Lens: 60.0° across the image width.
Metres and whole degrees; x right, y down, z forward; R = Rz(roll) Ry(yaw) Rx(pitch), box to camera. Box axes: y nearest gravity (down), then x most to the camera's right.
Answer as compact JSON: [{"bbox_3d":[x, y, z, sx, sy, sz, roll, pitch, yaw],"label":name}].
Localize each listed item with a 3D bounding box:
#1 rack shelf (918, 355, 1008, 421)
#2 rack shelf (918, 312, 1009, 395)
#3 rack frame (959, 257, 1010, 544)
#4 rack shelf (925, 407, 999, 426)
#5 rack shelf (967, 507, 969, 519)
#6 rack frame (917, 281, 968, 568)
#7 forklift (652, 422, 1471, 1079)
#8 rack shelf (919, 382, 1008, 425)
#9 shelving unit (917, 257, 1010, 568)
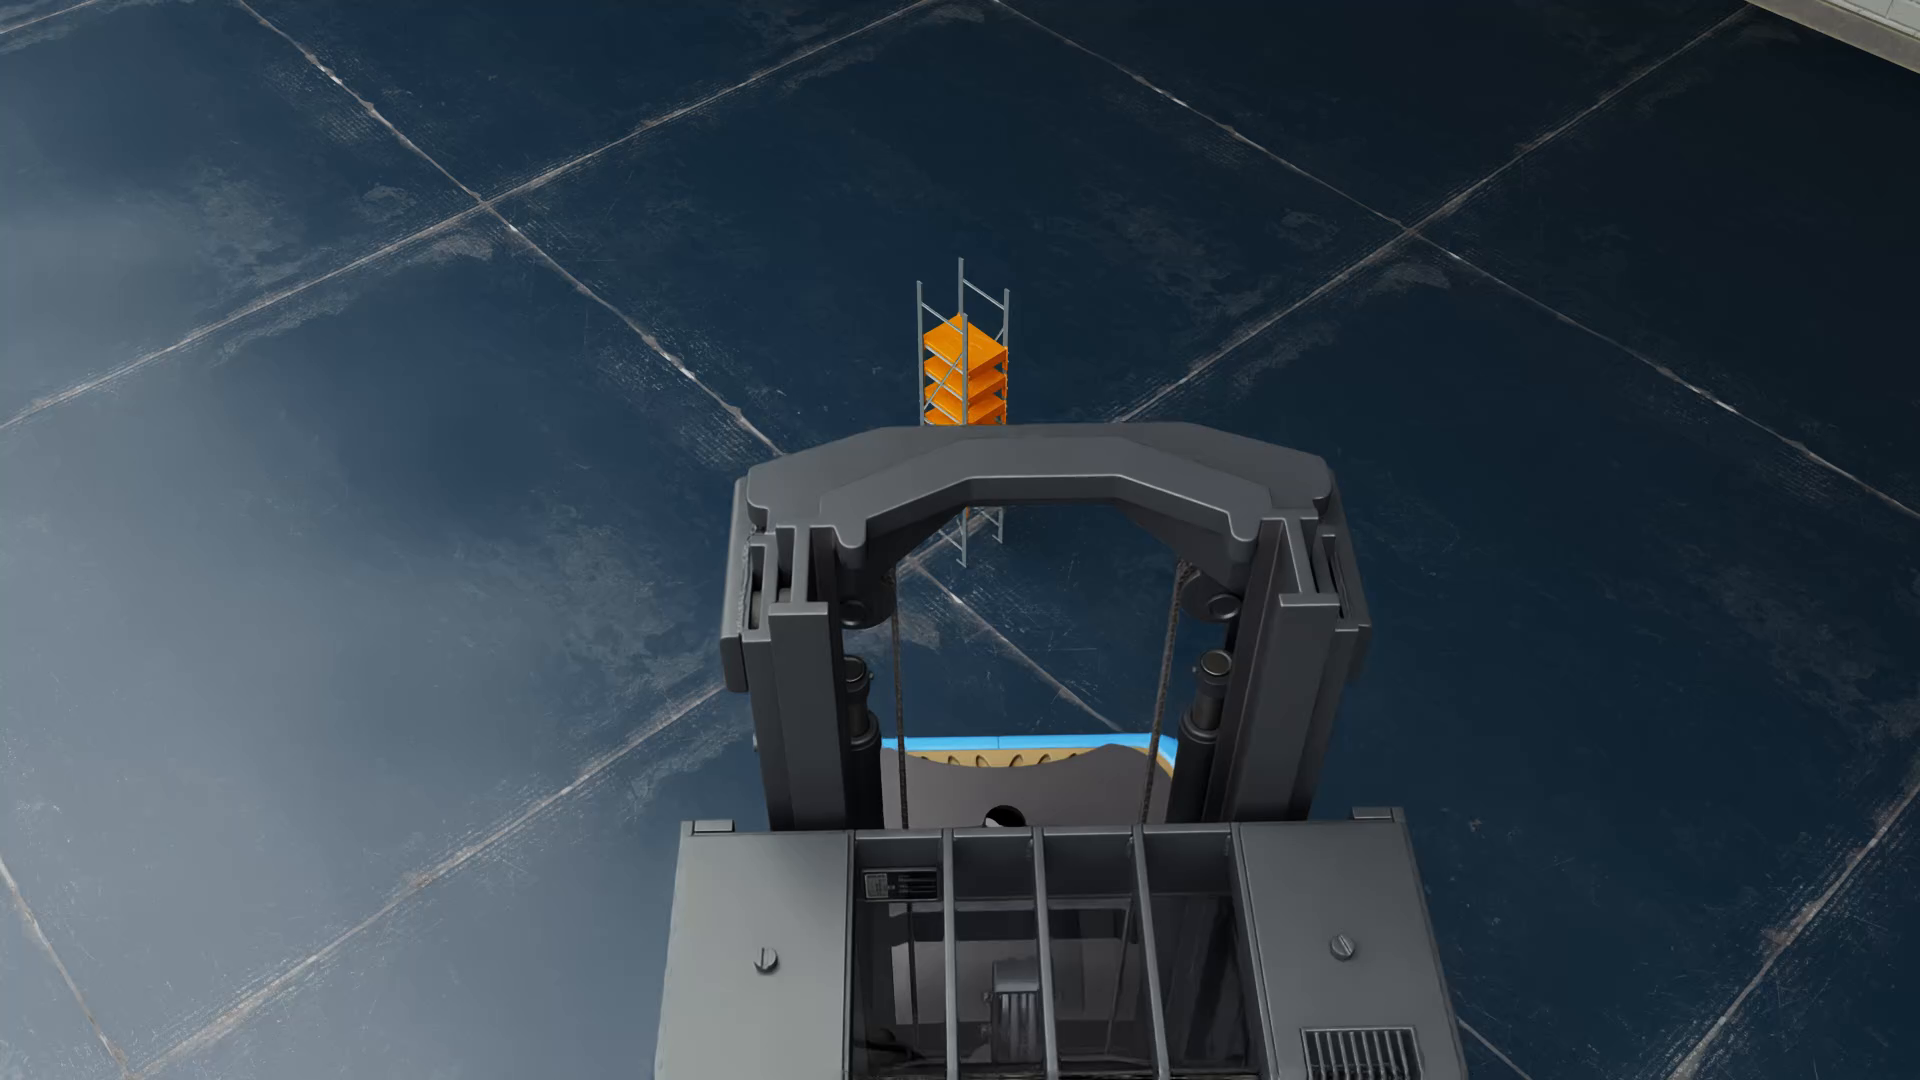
[{"bbox_3d":[0.011,-0.547,5.672,0.180,0.103,0.258,-34,56,-27],"label":"rack shelf"},{"bbox_3d":[0.011,-0.628,5.584,0.180,0.103,0.258,-34,56,-27],"label":"rack shelf"},{"bbox_3d":[0.078,-0.459,5.857,0.006,1.200,0.240,-34,56,-27],"label":"rack frame"},{"bbox_3d":[0.011,-0.384,5.848,0.180,0.103,0.258,-34,56,-27],"label":"rack shelf"},{"bbox_3d":[0.011,-0.221,6.025,0.180,0.103,0.258,-34,56,-27],"label":"rack shelf"},{"bbox_3d":[-0.057,-0.369,5.774,0.006,1.200,0.240,-34,56,-27],"label":"rack frame"},{"bbox_3d":[0.132,1.329,3.029,1.130,2.935,3.031,-1,47,-1],"label":"forklift"},{"bbox_3d":[0.011,-0.465,5.760,0.180,0.103,0.258,-34,56,-27],"label":"rack shelf"},{"bbox_3d":[0.011,-0.414,5.816,0.189,1.200,0.258,-34,56,-27],"label":"shelving unit"}]
